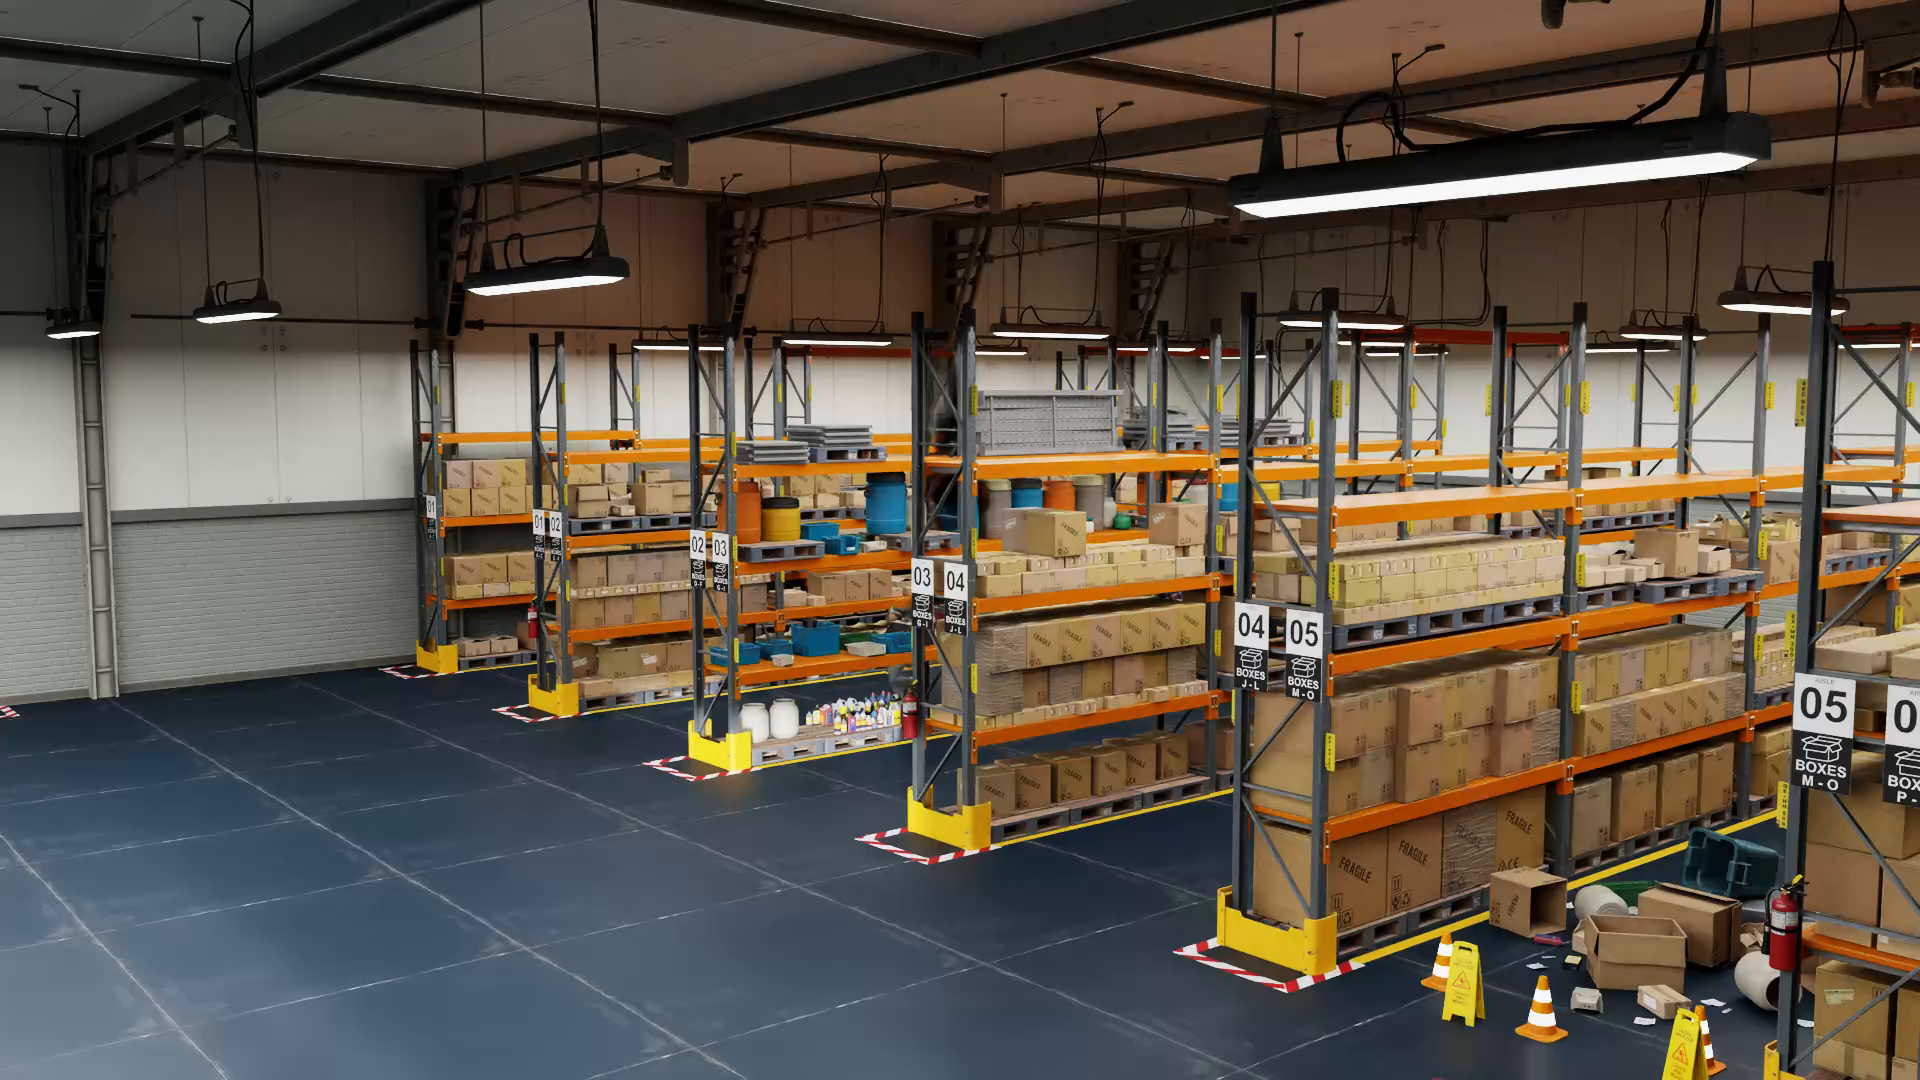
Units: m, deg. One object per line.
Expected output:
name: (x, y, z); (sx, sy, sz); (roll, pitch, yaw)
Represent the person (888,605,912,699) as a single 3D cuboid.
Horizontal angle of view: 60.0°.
person: (-0.998, 1.869, 26.757); (0.602, 1.648, 0.633); (-3, 6, -31)
